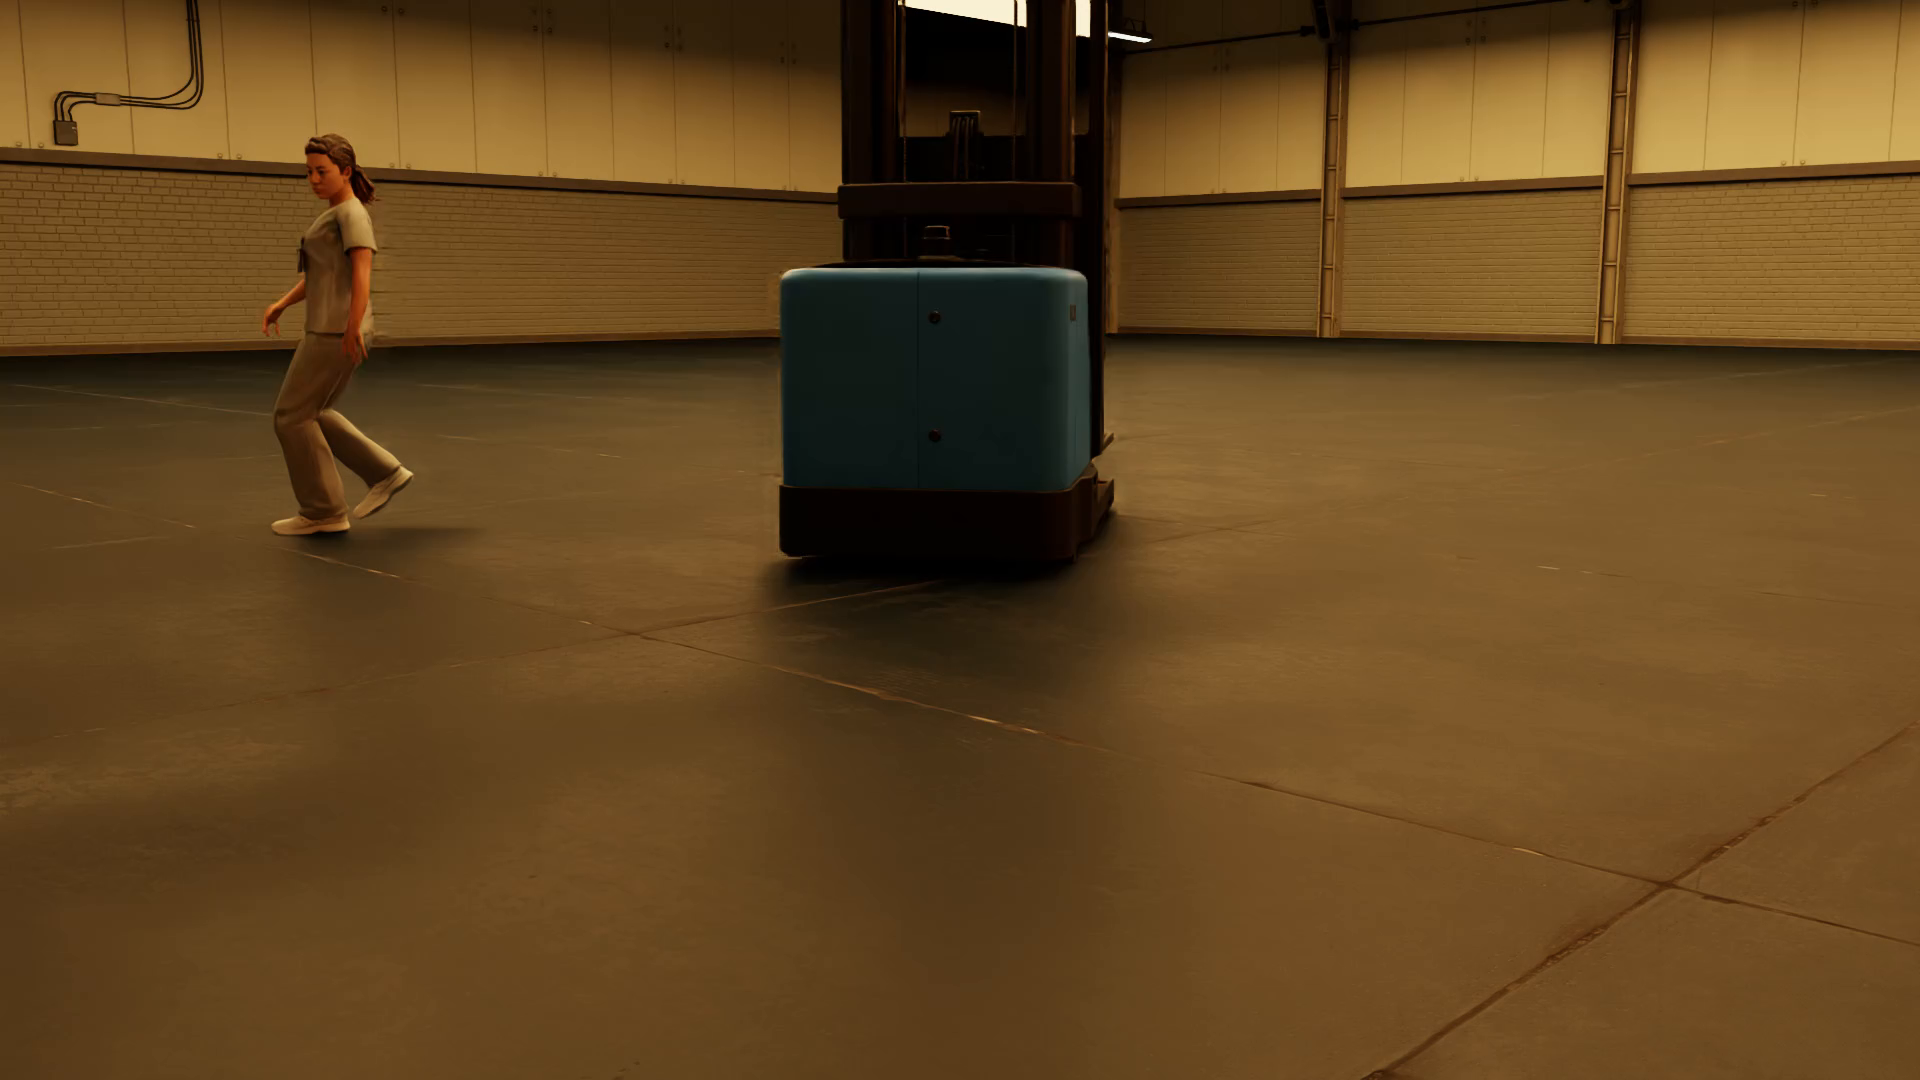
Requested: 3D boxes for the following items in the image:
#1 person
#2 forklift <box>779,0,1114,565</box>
[{"bbox_3d":[-2.581,-0.834,6.814,0.557,1.630,0.616,-2,9,-10],"label":"person"},{"bbox_3d":[0.094,-1.539,7.095,1.130,2.935,3.031,1,9,9],"label":"forklift"}]
